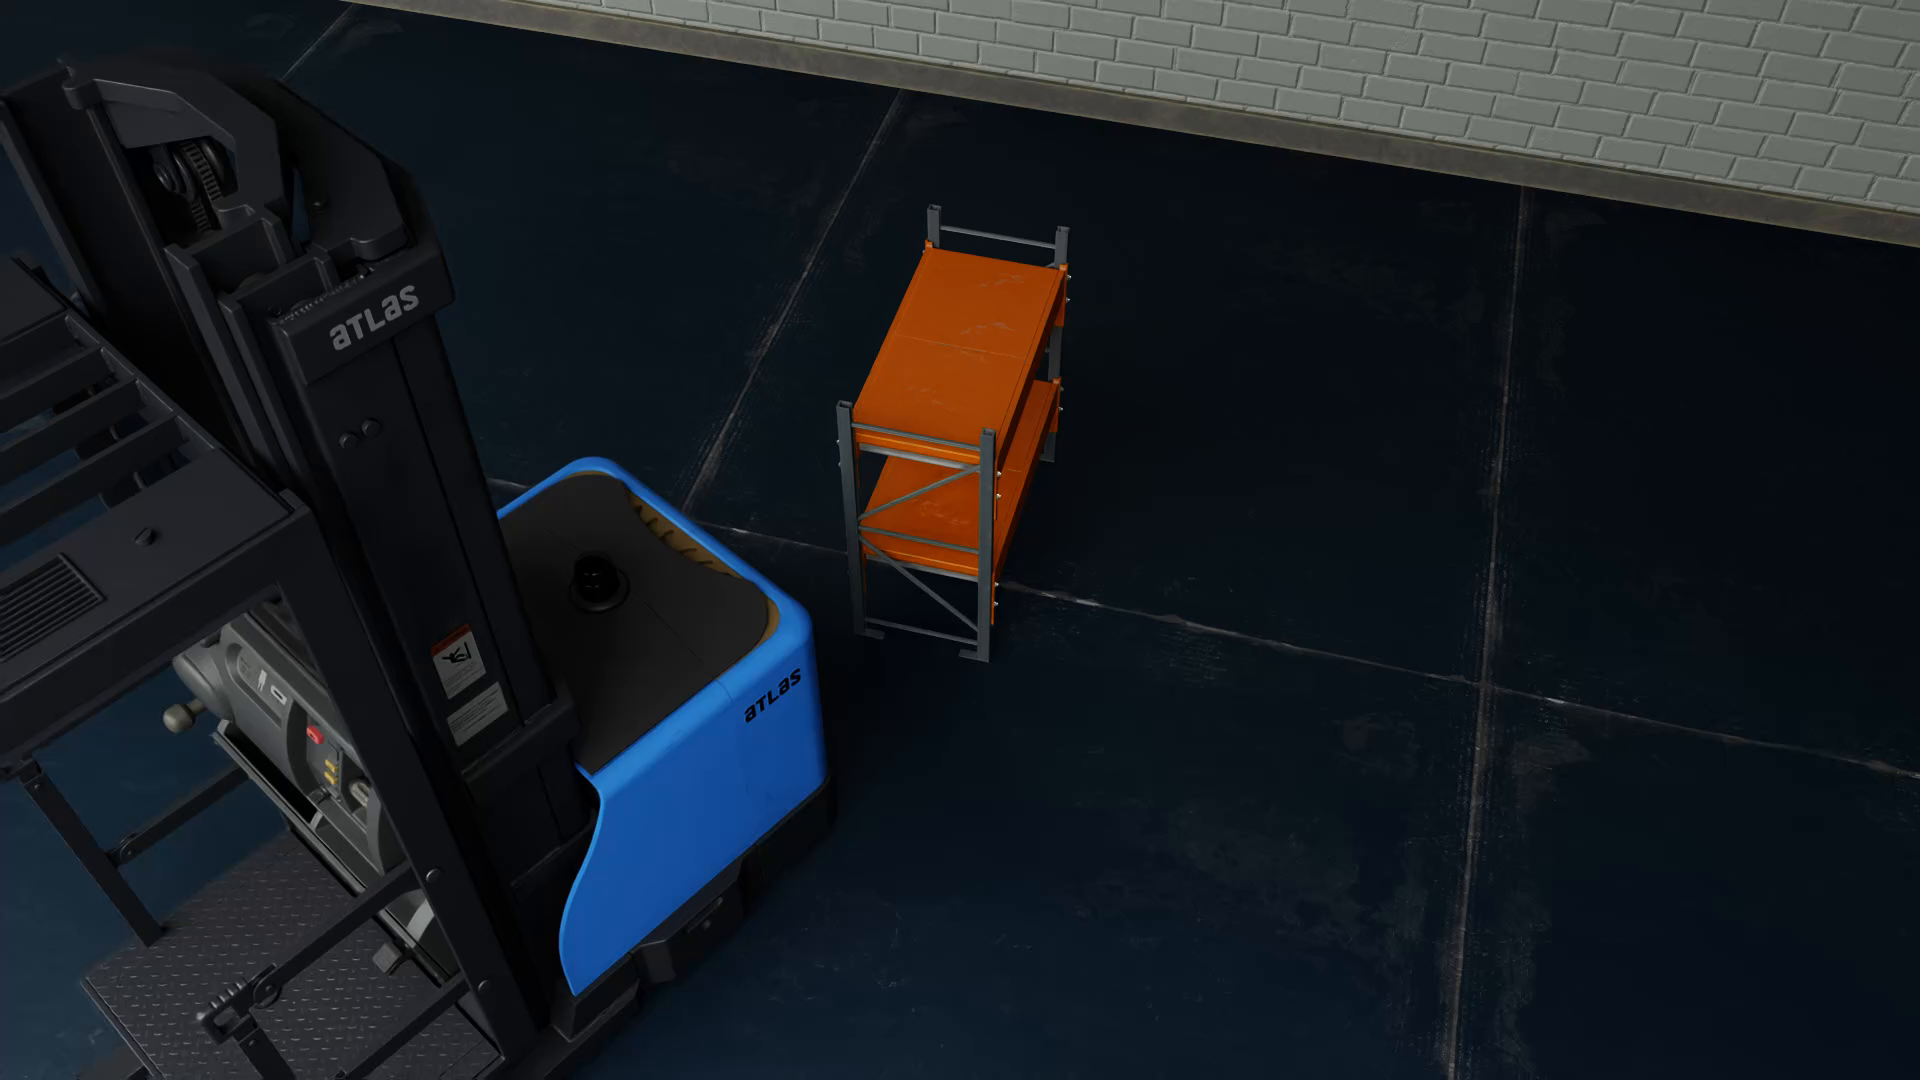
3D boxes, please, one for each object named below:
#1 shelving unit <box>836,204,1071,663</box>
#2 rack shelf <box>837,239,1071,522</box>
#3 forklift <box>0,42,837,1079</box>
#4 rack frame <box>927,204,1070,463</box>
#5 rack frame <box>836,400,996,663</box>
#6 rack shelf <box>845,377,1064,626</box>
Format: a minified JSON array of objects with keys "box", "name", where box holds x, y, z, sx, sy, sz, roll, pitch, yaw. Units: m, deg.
[{"box":[-0.002,-0.367,5.824,0.538,1.125,1.048,12,50,10],"name":"shelving unit"},{"box":[-0.002,-0.561,5.605,0.538,0.278,1.000,12,50,10],"name":"rack shelf"},{"box":[-1.769,0.515,3.840,1.130,2.935,3.031,35,57,27],"name":"forklift"},{"box":[0.132,-0.735,6.148,0.500,1.125,0.032,12,50,10],"name":"rack frame"},{"box":[-0.136,0.000,5.499,0.500,1.125,0.032,12,50,10],"name":"rack frame"},{"box":[-0.002,-0.206,6.007,0.538,0.278,1.000,12,50,10],"name":"rack shelf"}]
